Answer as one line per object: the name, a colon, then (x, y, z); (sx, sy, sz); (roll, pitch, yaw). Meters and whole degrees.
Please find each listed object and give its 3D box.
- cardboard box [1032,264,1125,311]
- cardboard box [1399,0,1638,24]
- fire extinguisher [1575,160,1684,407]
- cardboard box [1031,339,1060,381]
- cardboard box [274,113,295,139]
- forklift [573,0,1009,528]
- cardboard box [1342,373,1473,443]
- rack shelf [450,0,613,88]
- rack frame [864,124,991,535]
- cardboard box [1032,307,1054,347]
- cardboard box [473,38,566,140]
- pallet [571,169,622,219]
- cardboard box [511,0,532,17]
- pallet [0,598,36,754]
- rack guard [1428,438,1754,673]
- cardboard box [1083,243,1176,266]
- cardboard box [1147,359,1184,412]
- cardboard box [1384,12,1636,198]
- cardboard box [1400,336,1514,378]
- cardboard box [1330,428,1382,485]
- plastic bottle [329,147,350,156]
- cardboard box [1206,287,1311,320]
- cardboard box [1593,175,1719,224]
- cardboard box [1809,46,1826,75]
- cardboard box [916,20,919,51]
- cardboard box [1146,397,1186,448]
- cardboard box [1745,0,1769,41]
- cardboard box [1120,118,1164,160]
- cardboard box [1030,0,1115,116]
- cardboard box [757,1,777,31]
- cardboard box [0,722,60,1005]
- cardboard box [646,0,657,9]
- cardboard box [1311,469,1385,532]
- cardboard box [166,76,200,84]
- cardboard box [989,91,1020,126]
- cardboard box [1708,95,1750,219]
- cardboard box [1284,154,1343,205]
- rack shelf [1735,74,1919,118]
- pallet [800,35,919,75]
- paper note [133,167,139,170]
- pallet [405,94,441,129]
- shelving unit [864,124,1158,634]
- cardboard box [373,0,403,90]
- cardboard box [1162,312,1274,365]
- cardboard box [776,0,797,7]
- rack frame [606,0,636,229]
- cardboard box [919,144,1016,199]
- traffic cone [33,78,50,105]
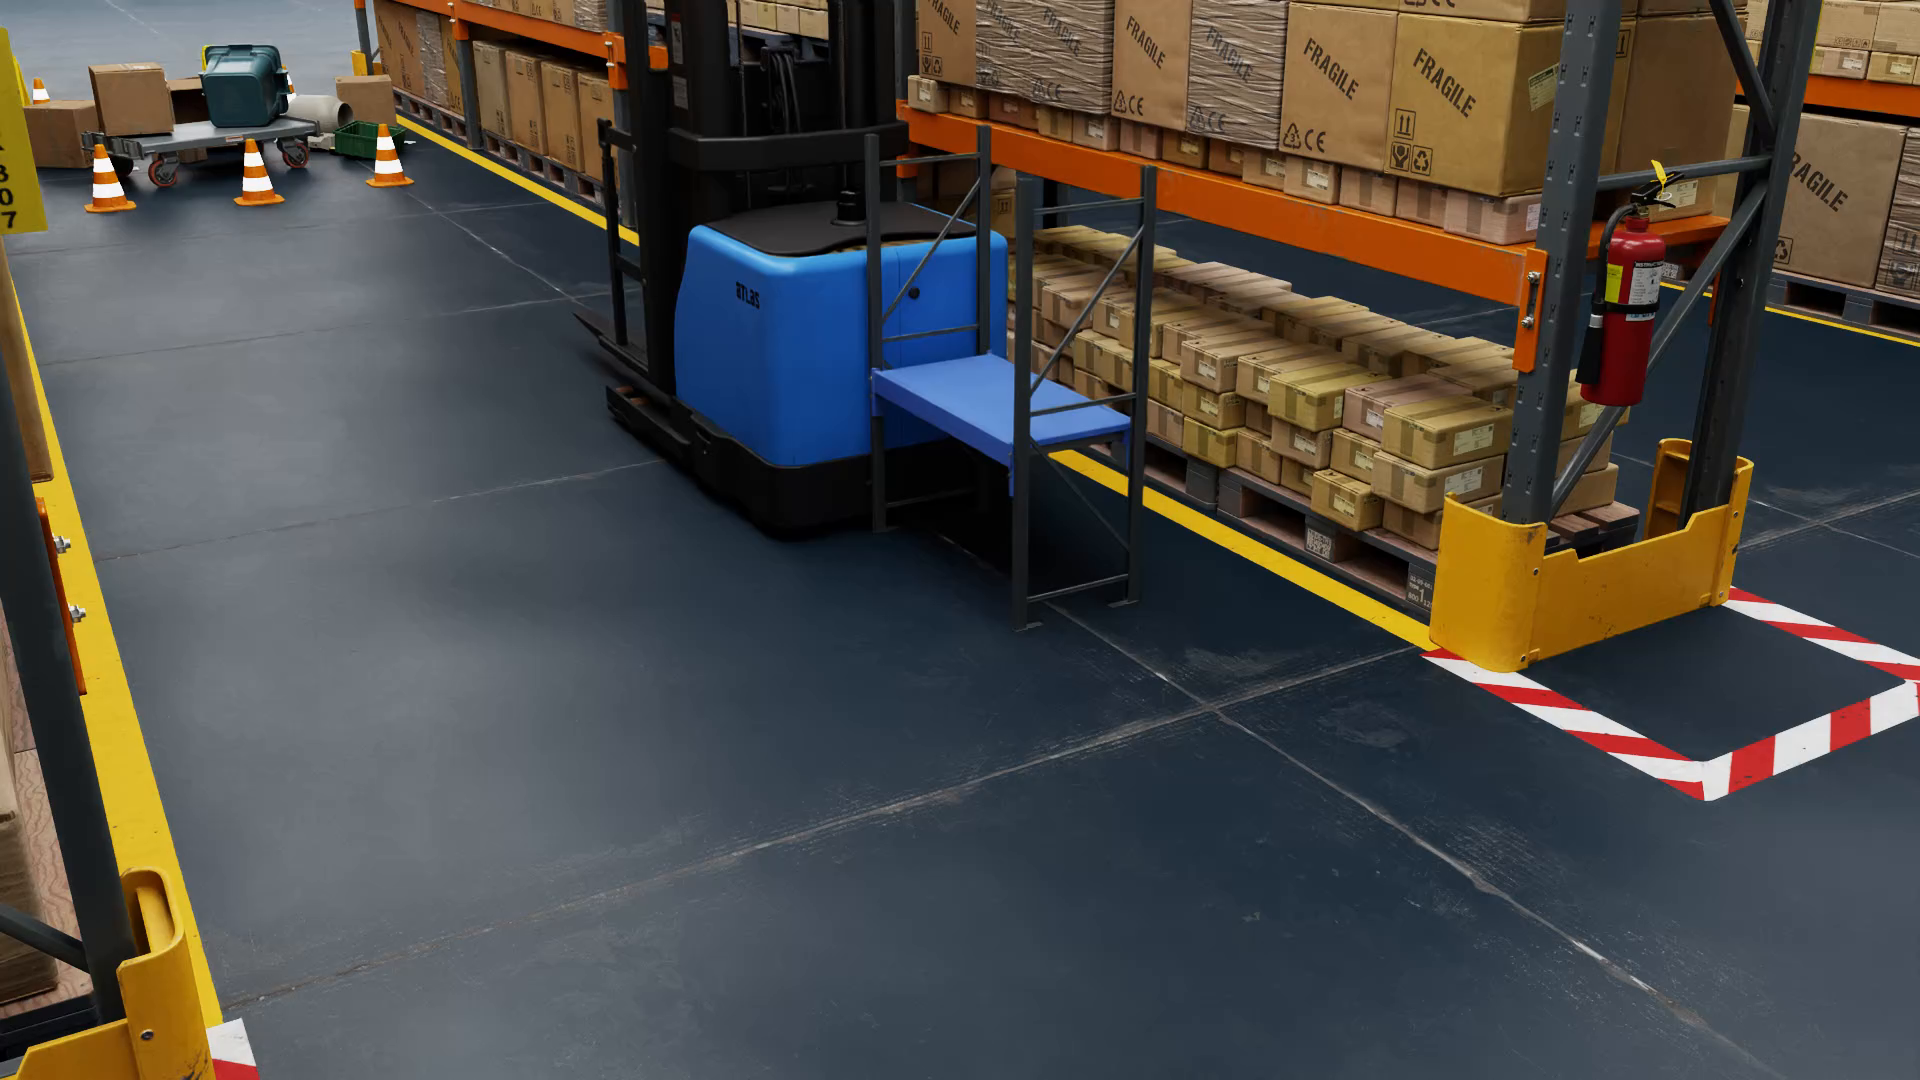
cardboard box: (0.526, -1.141, 7.574); (0.380, 0.149, 0.250); (-13, 26, -30)
cardboard box: (1.709, -1.849, 5.021); (0.500, 0.500, 0.500); (-13, 26, -29)
fire extinguisher: (1.889, -0.722, 4.703); (0.296, 0.674, 0.183); (-13, 25, -28)
cardboard box: (0.504, -0.861, 7.675); (0.380, 0.149, 0.250); (-13, 26, -29)
cardboard box: (-6.434, -3.921, 15.607); (0.396, 0.266, 0.258); (-8, 23, -19)
forklift: (-0.969, -1.914, 7.129); (1.130, 2.935, 3.031); (-12, 25, -27)
cardboard box: (1.590, -0.466, 5.912); (0.380, 0.149, 0.250); (-12, 25, -27)
rack shelf: (-2.951, -4.005, 13.137); (1.077, 0.370, 4.000); (-13, 25, -28)
rack frame: (-0.111, -0.766, 6.204); (0.500, 1.500, 0.032); (-12, 25, -27)
cardboard box: (0.521, -1.004, 7.632); (0.380, 0.149, 0.250); (-14, 26, -31)
cardboard box: (-3.578, -3.955, 14.487); (1.050, 0.750, 0.750); (-13, 25, -29)
pallet: (-2.268, -2.669, 12.597); (1.003, 0.211, 1.213); (-13, 25, -28)
cardboard box: (-3.165, -4.320, 12.824); (0.500, 0.500, 0.500); (-12, 25, -27)
pallet: (-3.142, 0.537, 4.710); (1.003, 0.211, 1.213); (-13, 25, -28)
rack guard: (2.118, 0.032, 5.569); (1.175, 0.500, 0.348); (-13, 25, -28)
cardboard box: (0.817, -1.326, 8.029); (0.380, 0.149, 0.250); (-13, 25, -29)
cardboard box: (0.984, -0.649, 6.757); (0.380, 0.149, 0.250); (-11, 25, -26)
cardboard box: (1.706, -1.381, 5.199); (0.500, 0.500, 0.500); (-12, 25, -27)
cardboard box: (1.919, -0.658, 6.385); (0.380, 0.149, 0.250); (-13, 25, -28)
cardboard box: (1.555, -0.324, 5.958); (0.380, 0.149, 0.250); (-13, 26, -29)
plastic bottle: (-5.411, -3.424, 14.654); (0.283, 0.061, 0.133); (12, 25, 27)
cardboard box: (1.281, -0.971, 7.155); (0.380, 0.149, 0.250); (-13, 25, -28)
cardboard box: (2.273, -1.153, 5.498); (0.380, 0.149, 0.250); (-13, 25, -29)
cardboard box: (4.830, -2.704, 9.313); (0.380, 0.149, 0.250); (-13, 25, -29)
cardboard box: (-0.259, -2.565, 8.414); (0.380, 0.149, 0.250); (-13, 26, -29)
cardboard box: (0.986, -0.512, 6.815); (0.380, 0.149, 0.250); (-12, 25, -27)
cardboard box: (4.694, -3.021, 9.565); (0.500, 0.250, 0.500); (-13, 25, -28)
cardboard box: (0.868, -1.630, 6.673); (0.380, 0.149, 0.250); (-12, 25, -26)
cardboard box: (0.635, -2.043, 6.826); (0.500, 0.500, 0.500); (-13, 26, -29)
cardboard box: (-0.928, -2.986, 9.450); (0.380, 0.149, 0.250); (-11, 25, -26)
cardboard box: (-2.470, 0.681, 3.496); (0.875, 0.438, 0.875); (-14, 26, -30)
cardboard box: (-1.875, -3.586, 10.925); (0.380, 0.149, 0.250); (-13, 25, -29)
cardboard box: (1.490, -0.169, 5.973); (0.380, 0.149, 0.250); (-12, 25, -27)
cardboard box: (-7.146, -4.058, 15.626); (0.637, 0.503, 0.797); (8, 23, 18)
cardboard box: (0.354, -1.980, 7.532); (0.380, 0.149, 0.250); (-14, 26, -31)
cardboard box: (4.698, -2.299, 10.247); (0.875, 0.875, 0.875); (-13, 25, -28)
cardboard box: (1.361, -1.280, 5.811); (0.380, 0.149, 0.250); (-12, 25, -27)
rack shelf: (5.451, -2.337, 9.032); (1.077, 0.370, 4.000); (-13, 25, -28)
pallet: (-0.152, -2.583, 8.937); (1.003, 0.211, 1.213); (-13, 25, -28)
paper note: (-6.981, -3.125, 13.960); (0.148, 0.019, 0.142); (-13, 25, -28)
pallet: (-4.921, -4.351, 16.735); (1.003, 0.211, 1.213); (-13, 25, -28)
shelving unit: (0.142, -0.600, 5.795); (0.538, 1.500, 1.048); (-12, 25, -27)
cardboard box: (-5.613, -5.284, 17.592); (0.875, 0.875, 0.875); (-12, 25, -28)
cardboard box: (1.046, -0.804, 6.744); (0.380, 0.149, 0.250); (-14, 26, -30)
cardboard box: (-0.794, -3.041, 9.190); (0.380, 0.149, 0.250); (-14, 26, -31)
rack frame: (-1.930, -3.691, 11.409); (1.000, 3.000, 0.127); (-13, 25, -28)
cardboard box: (-0.037, -2.070, 9.187); (0.500, 0.250, 0.500); (-14, 26, -31)
traffic cone: (-8.891, -4.230, 16.103); (0.336, 0.463, 0.334); (-13, 25, -28)
